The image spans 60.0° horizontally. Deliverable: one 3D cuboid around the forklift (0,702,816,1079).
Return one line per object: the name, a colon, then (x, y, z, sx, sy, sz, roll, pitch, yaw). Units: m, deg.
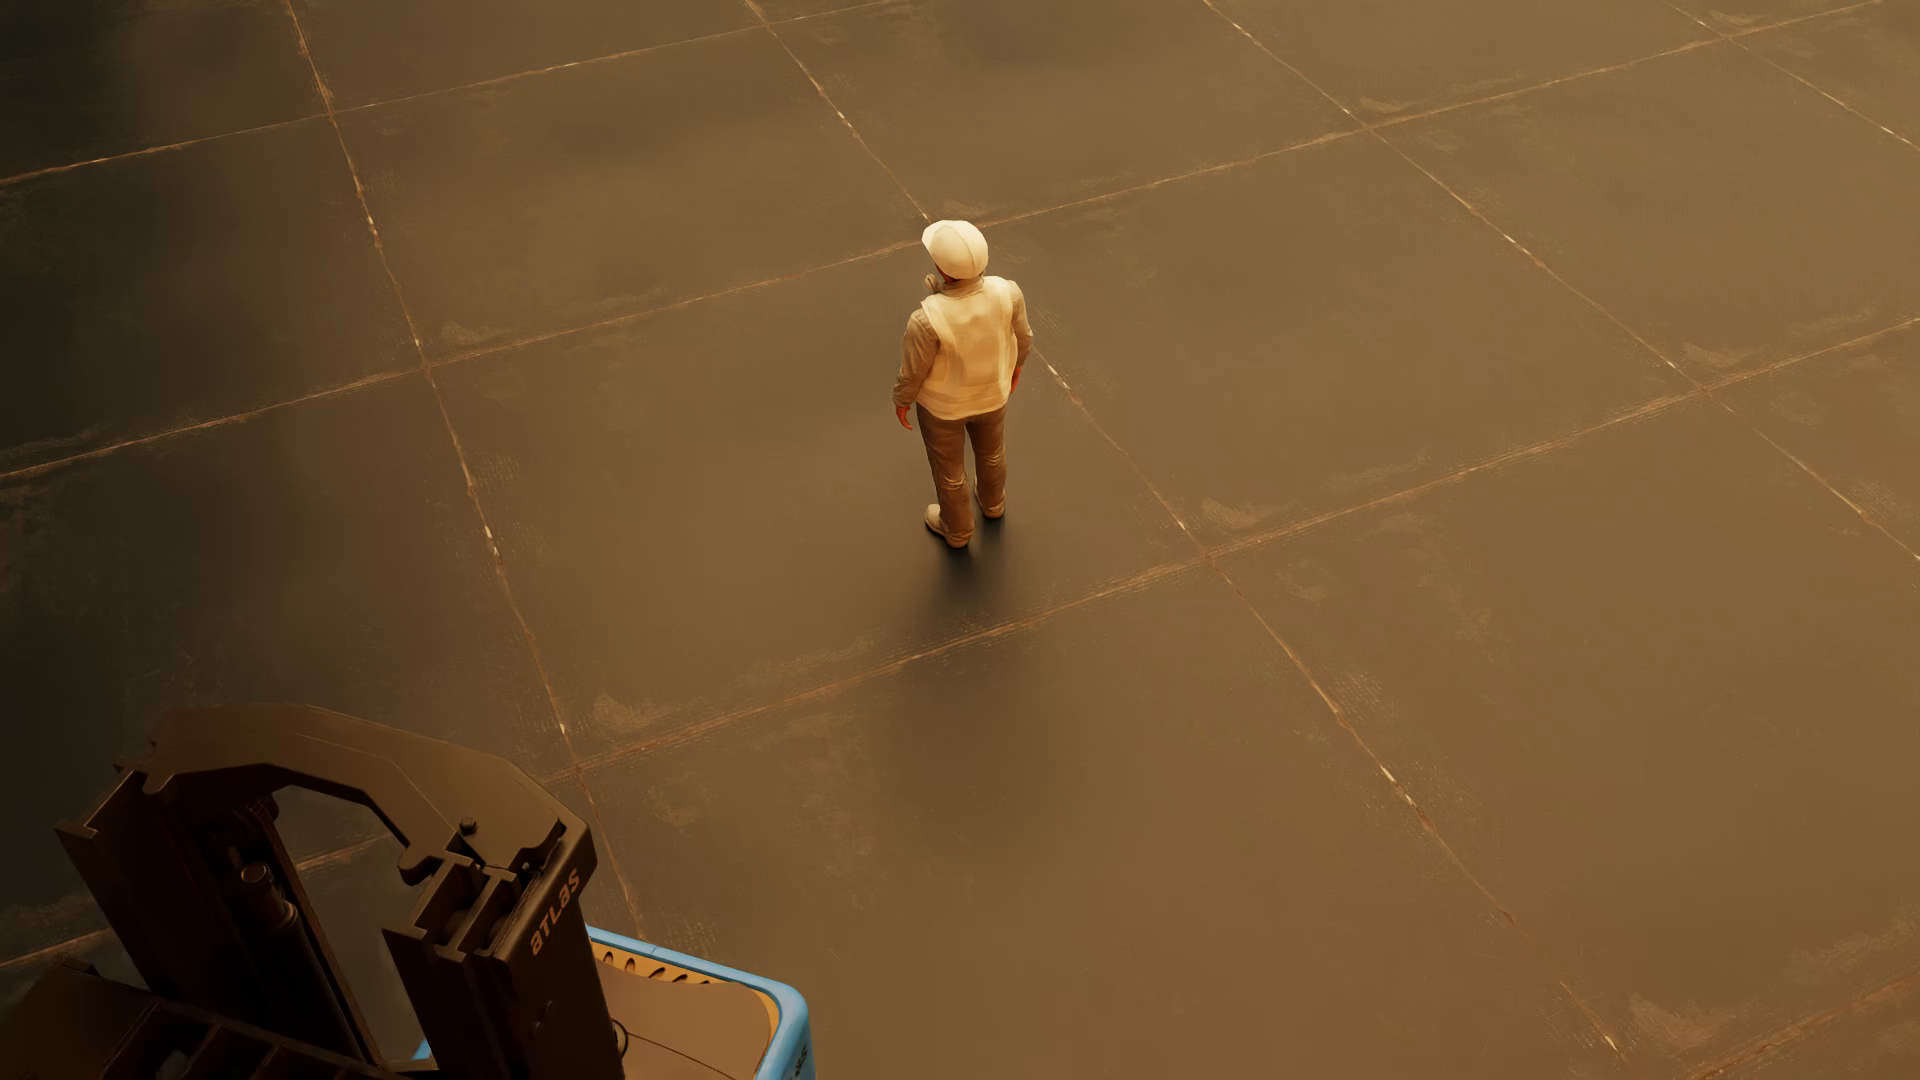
forklift: (-1.369, 1.883, 3.662, 1.130, 2.935, 3.031, 13, 44, 13)

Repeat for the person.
person: (-0.019, -0.695, 7.262, 0.632, 1.773, 0.568, -18, 46, -18)
